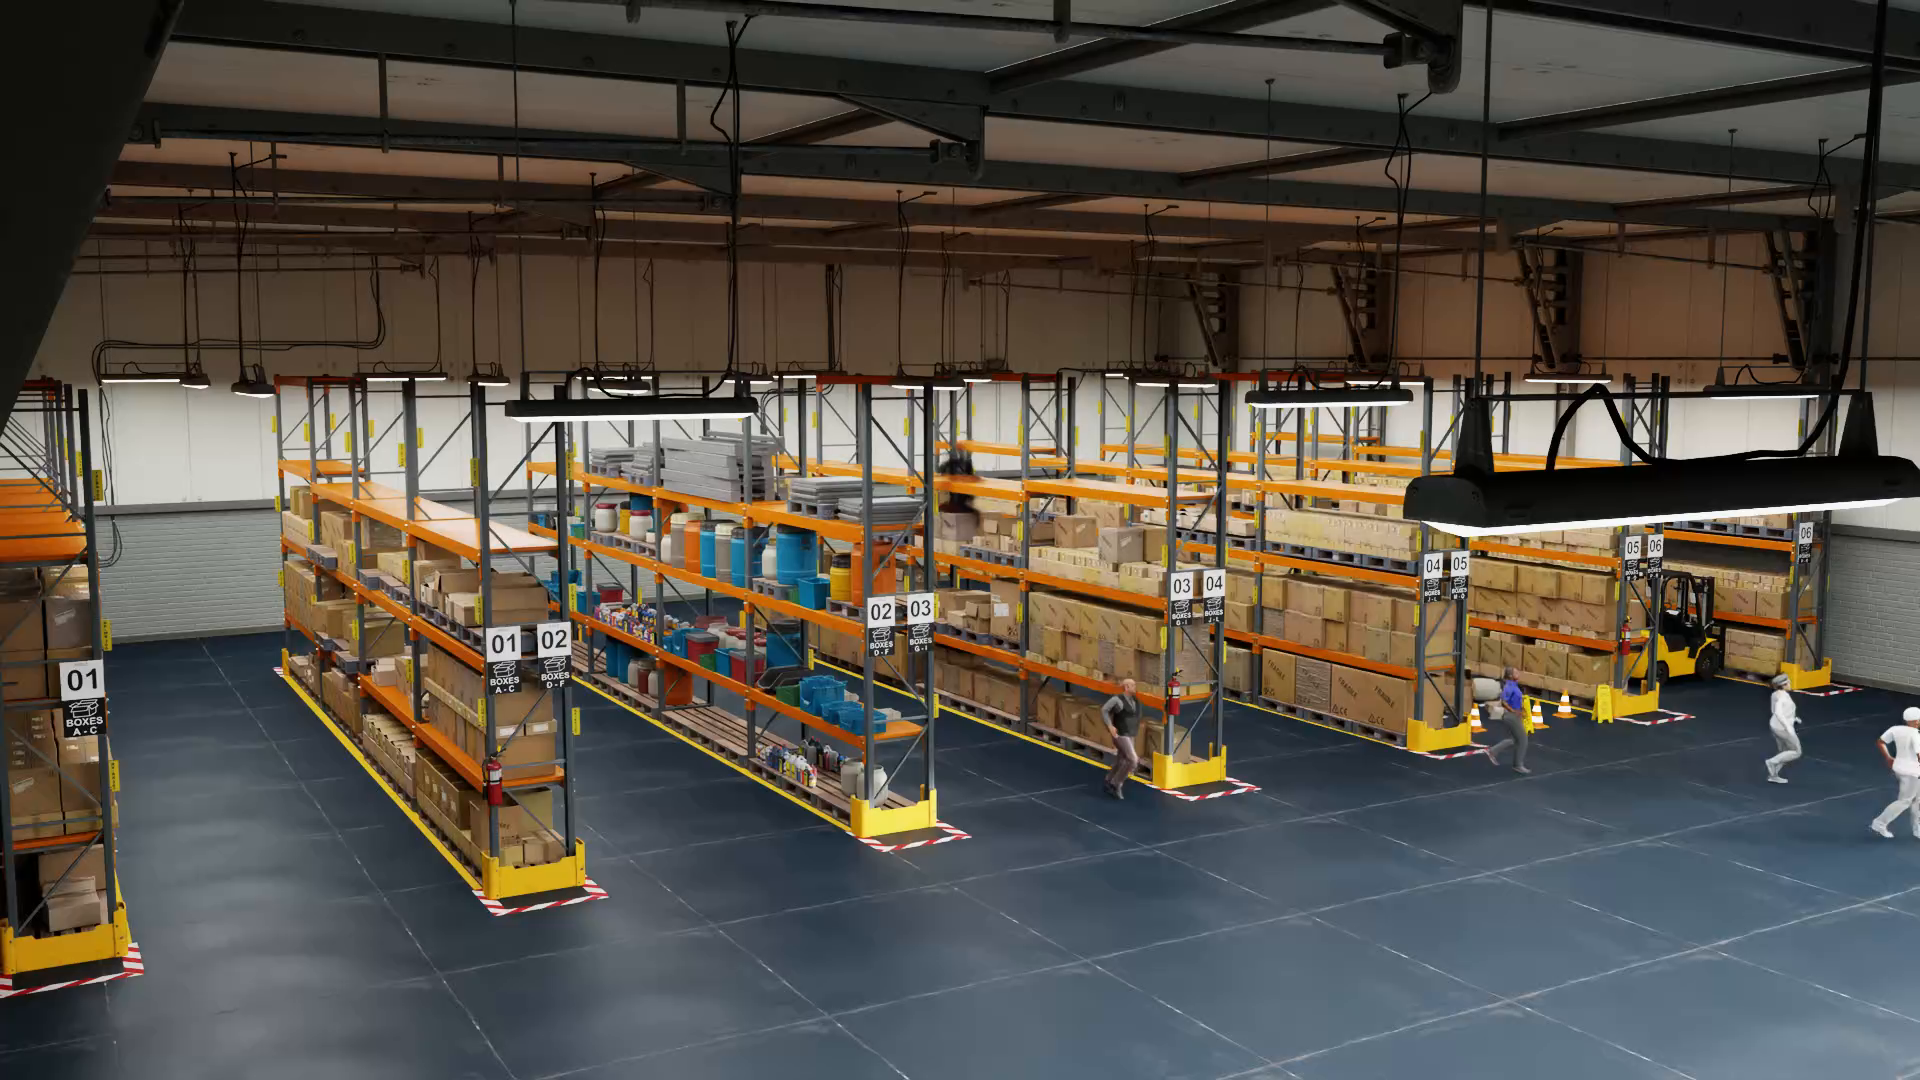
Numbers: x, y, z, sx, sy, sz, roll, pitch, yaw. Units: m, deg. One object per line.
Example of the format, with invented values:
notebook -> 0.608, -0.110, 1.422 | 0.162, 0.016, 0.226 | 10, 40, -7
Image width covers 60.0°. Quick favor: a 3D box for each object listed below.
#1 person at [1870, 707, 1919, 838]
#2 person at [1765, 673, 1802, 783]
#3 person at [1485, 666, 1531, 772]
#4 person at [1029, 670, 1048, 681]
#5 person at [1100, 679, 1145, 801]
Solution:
person -> 12.392, 3.072, 21.734 | 0.893, 1.789, 0.686 | 0, 6, 4
person -> 12.276, 2.806, 24.766 | 0.548, 1.648, 0.622 | 1, 6, 7
person -> 8.438, 2.759, 25.548 | 0.682, 1.654, 0.597 | 1, 6, 13
person -> 1.510, 2.011, 32.086 | 0.625, 1.628, 0.726 | -6, 8, -42
person -> 2.395, 2.816, 24.079 | 0.650, 1.615, 0.655 | 5, 8, 38
